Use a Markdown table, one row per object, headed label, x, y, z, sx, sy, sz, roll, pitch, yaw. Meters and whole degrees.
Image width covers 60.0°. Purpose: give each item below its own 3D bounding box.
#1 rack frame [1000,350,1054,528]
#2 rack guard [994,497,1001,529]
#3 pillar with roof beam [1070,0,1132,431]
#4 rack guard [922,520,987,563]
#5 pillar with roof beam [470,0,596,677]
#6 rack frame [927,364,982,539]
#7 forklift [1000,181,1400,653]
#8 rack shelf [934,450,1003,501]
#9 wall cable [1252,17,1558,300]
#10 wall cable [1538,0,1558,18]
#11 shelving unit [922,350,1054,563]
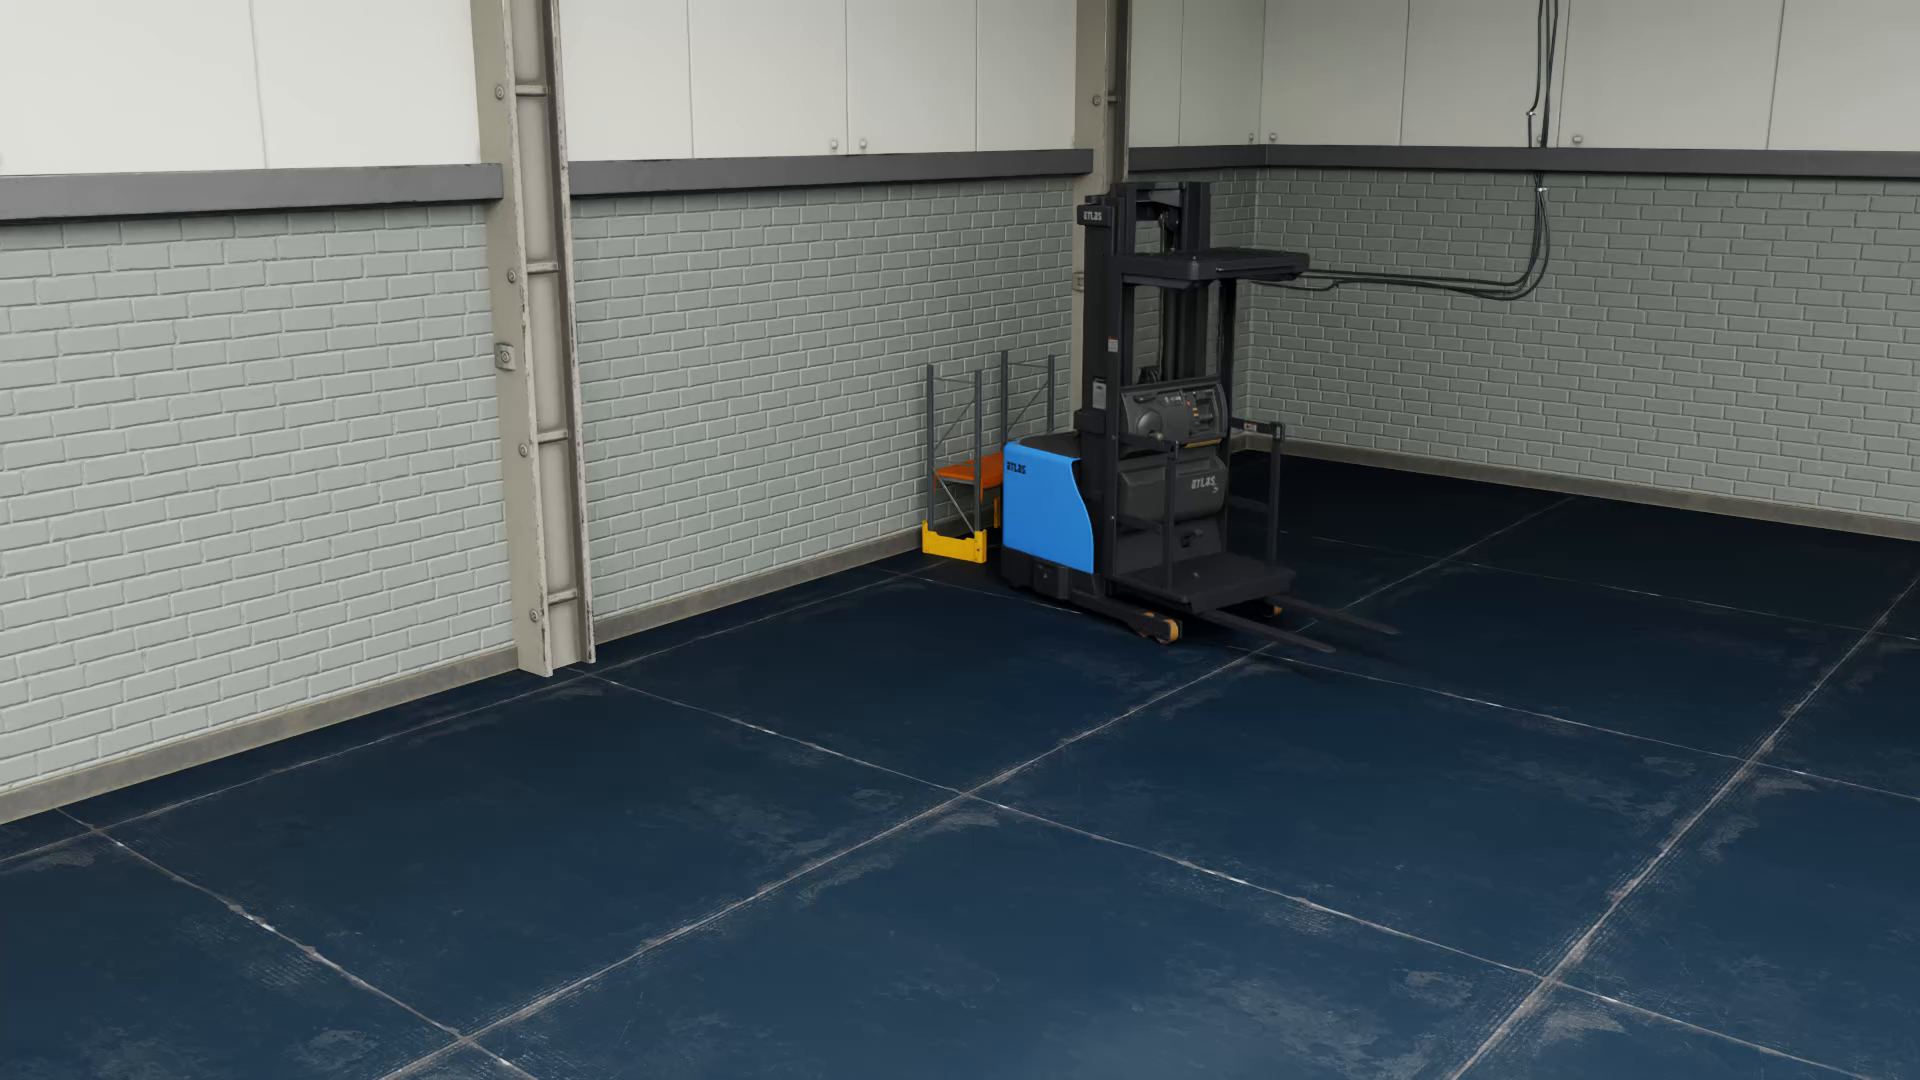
| label | x | y | z | sx | sy | sz | roll | pitch | yaw |
| --- | --- | --- | --- | --- | --- | --- | --- | --- | --- |
| rack frame | 0.551 | -0.799 | 13.722 | 0.500 | 1.500 | 0.032 | 10 | 17 | 35 |
| rack guard | 0.540 | -0.189 | 13.861 | 0.587 | 0.250 | 0.087 | 10 | 17 | 35 |
| pillar with roof beam | 4.564 | -4.057 | 11.318 | 9.100 | 9.000 | 0.400 | 11 | 18 | 38 |
| rack guard | -0.047 | 0.009 | 13.081 | 0.587 | 0.250 | 0.087 | 10 | 17 | 35 |
| pillar with roof beam | 0.793 | -2.908 | 6.795 | 9.100 | 9.000 | 0.400 | 11 | 18 | 38 |
| rack frame | -0.047 | -0.597 | 12.926 | 0.500 | 1.500 | 0.032 | 10 | 17 | 35 |
| forklift | 1.587 | -0.873 | 11.108 | 1.130 | 2.935 | 3.031 | -11 | 18 | -36 |
| rack shelf | 0.252 | -0.524 | 13.369 | 0.538 | 0.185 | 1.000 | 10 | 17 | 35 |
| wall cable | 4.096 | -3.578 | 15.738 | 3.097 | 2.526 | 0.112 | 11 | 18 | 38 |
| wall cable | 6.200 | -5.607 | 13.469 | 3.097 | 2.526 | 0.112 | 11 | 18 | 38 |
| shelving unit | 0.247 | -0.696 | 13.317 | 0.587 | 1.500 | 1.083 | 10 | 17 | 35 |
